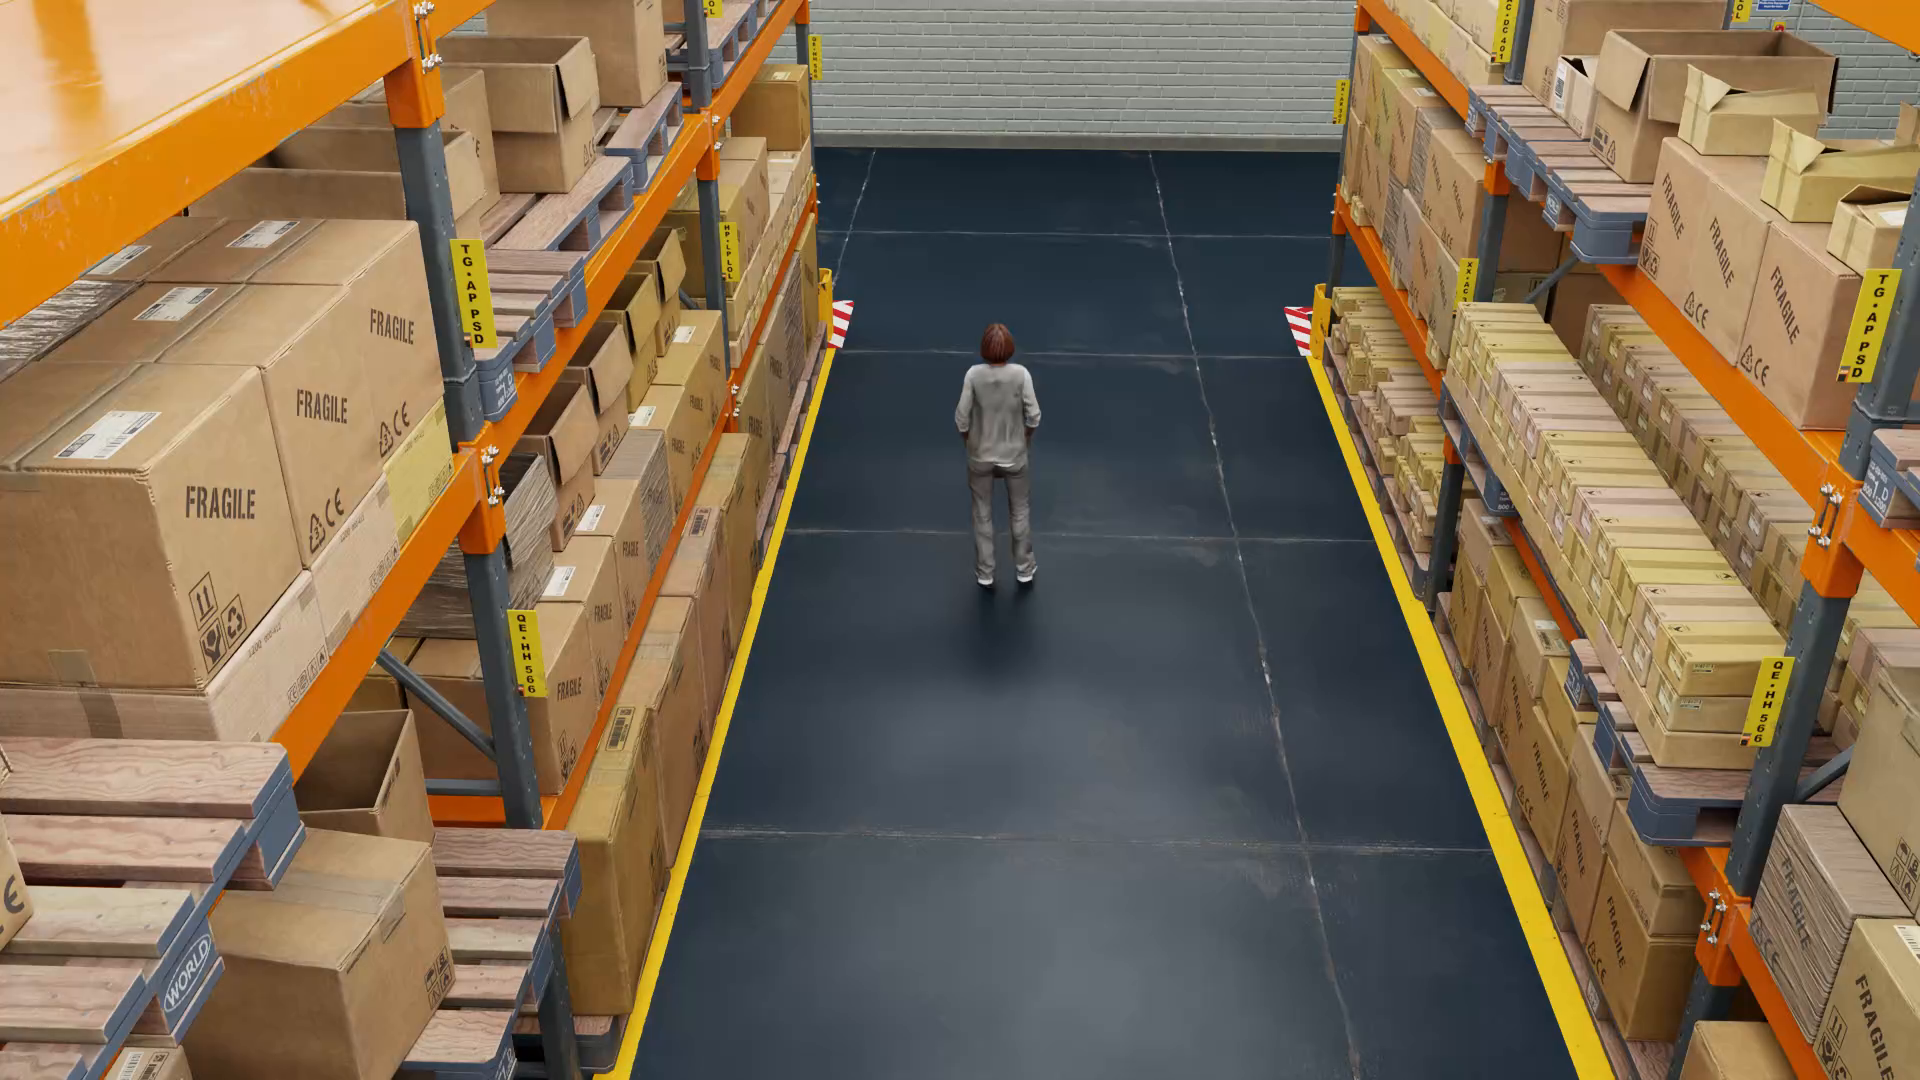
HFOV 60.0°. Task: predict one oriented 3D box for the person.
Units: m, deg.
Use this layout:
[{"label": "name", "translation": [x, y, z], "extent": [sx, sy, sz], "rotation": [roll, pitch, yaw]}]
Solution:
[{"label": "person", "translation": [0.215, -0.501, 9.554], "extent": [0.487, 1.599, 0.376], "rotation": [1, 28, 2]}]
